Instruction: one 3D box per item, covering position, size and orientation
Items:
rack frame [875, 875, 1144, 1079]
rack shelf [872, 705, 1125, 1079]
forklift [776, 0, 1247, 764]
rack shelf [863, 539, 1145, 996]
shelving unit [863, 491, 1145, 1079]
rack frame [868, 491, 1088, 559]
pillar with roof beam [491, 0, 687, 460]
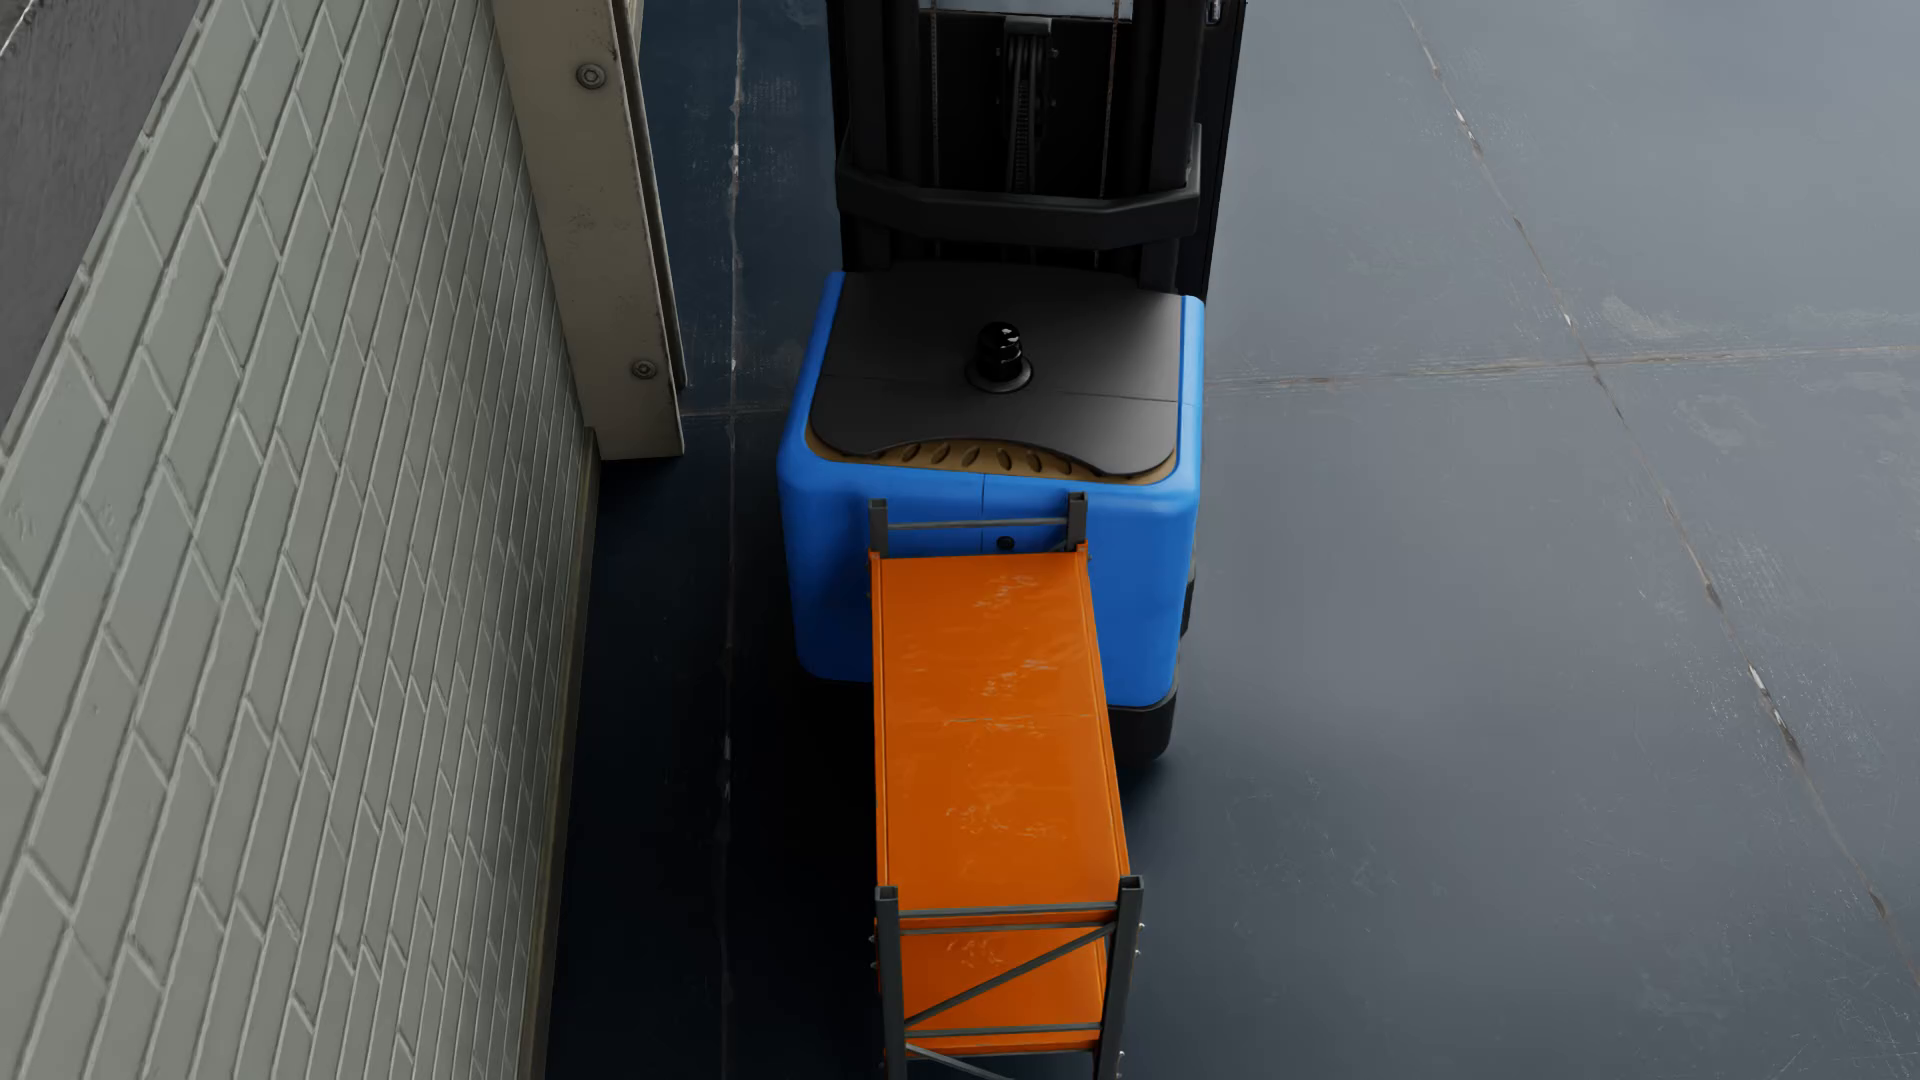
[{"bbox_3d":[0.092,1.033,3.497,0.500,1.125,0.032,-2,47,-2],"label":"rack frame"},{"bbox_3d":[0.067,0.832,4.024,0.538,0.278,1.000,-2,47,-2],"label":"rack shelf"},{"bbox_3d":[0.223,-1.469,4.623,1.130,2.935,3.031,5,47,4],"label":"forklift"},{"bbox_3d":[0.067,0.463,3.634,0.538,0.278,1.000,-2,47,-2],"label":"rack shelf"},{"bbox_3d":[0.067,0.664,3.846,0.538,1.125,1.048,-2,47,-2],"label":"shelving unit"},{"bbox_3d":[0.041,0.295,4.195,0.500,1.125,0.032,-2,47,-2],"label":"rack frame"},{"bbox_3d":[3.203,-3.771,2.624,9.100,9.000,0.400,-3,47,-3],"label":"pillar with roof beam"}]
